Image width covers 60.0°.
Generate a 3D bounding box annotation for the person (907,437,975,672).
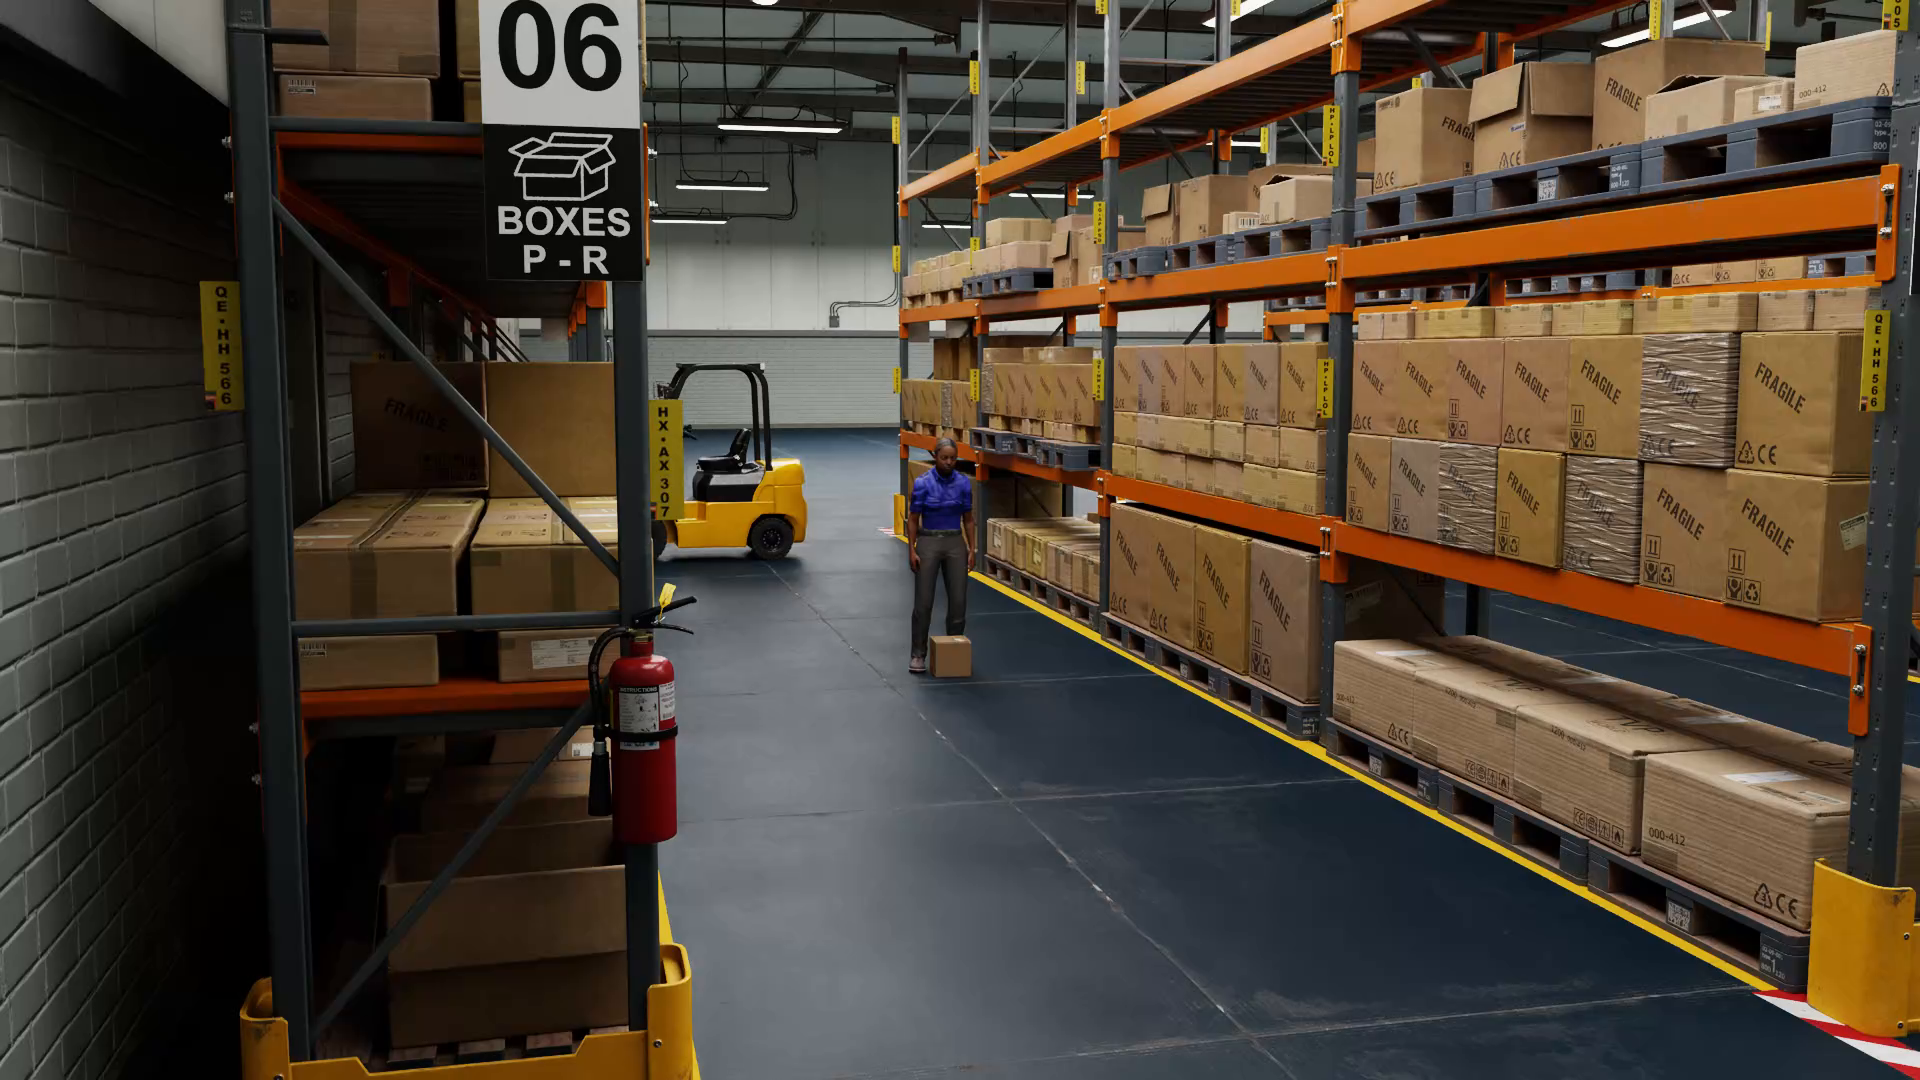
[{"bbox_3d":[-0.135,0.095,11.828,0.507,1.655,0.347,-2,6,-14],"label":"person"}]
